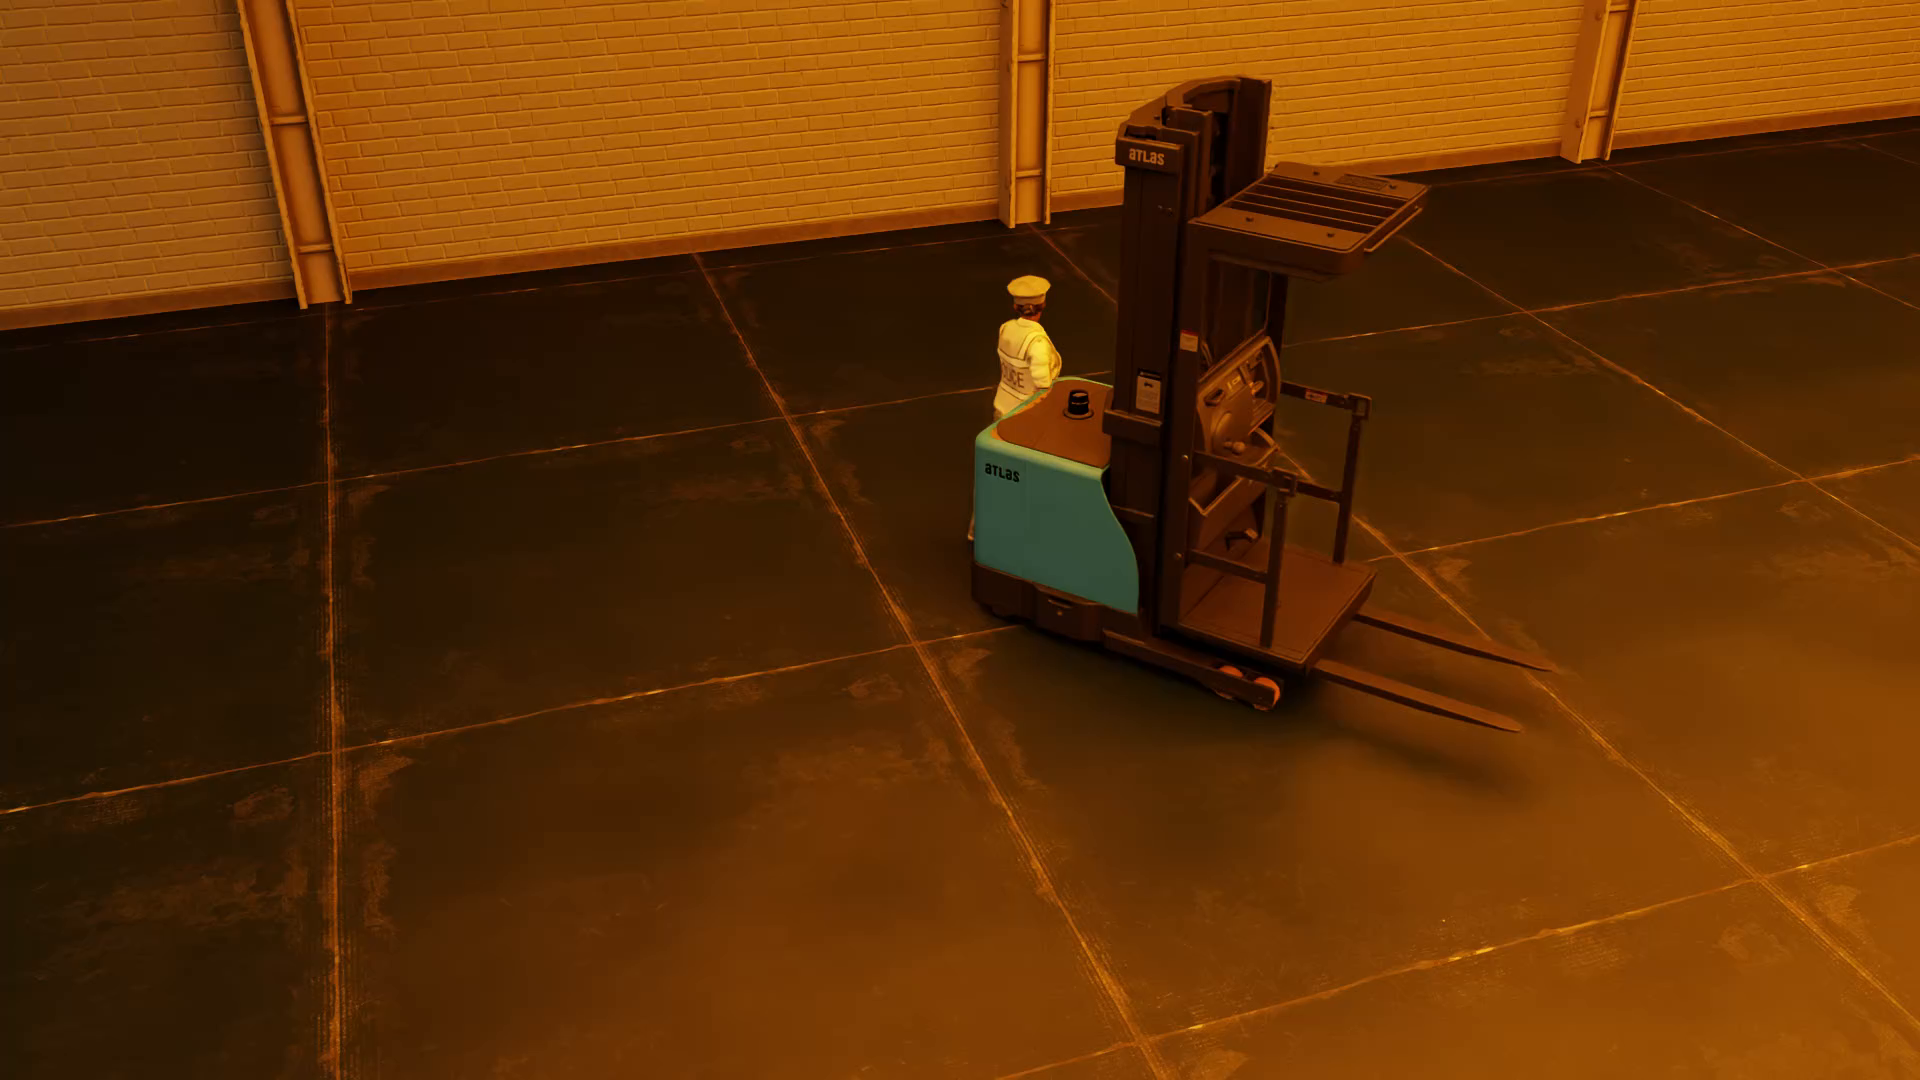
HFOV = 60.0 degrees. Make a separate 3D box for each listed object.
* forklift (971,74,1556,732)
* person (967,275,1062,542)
[{"bbox_3d":[1.582,-0.702,8.307,3.031,2.935,1.130,18,34,28],"label":"forklift"},{"bbox_3d":[0.482,-0.737,9.702,0.853,1.608,0.594,-19,35,-29],"label":"person"}]
